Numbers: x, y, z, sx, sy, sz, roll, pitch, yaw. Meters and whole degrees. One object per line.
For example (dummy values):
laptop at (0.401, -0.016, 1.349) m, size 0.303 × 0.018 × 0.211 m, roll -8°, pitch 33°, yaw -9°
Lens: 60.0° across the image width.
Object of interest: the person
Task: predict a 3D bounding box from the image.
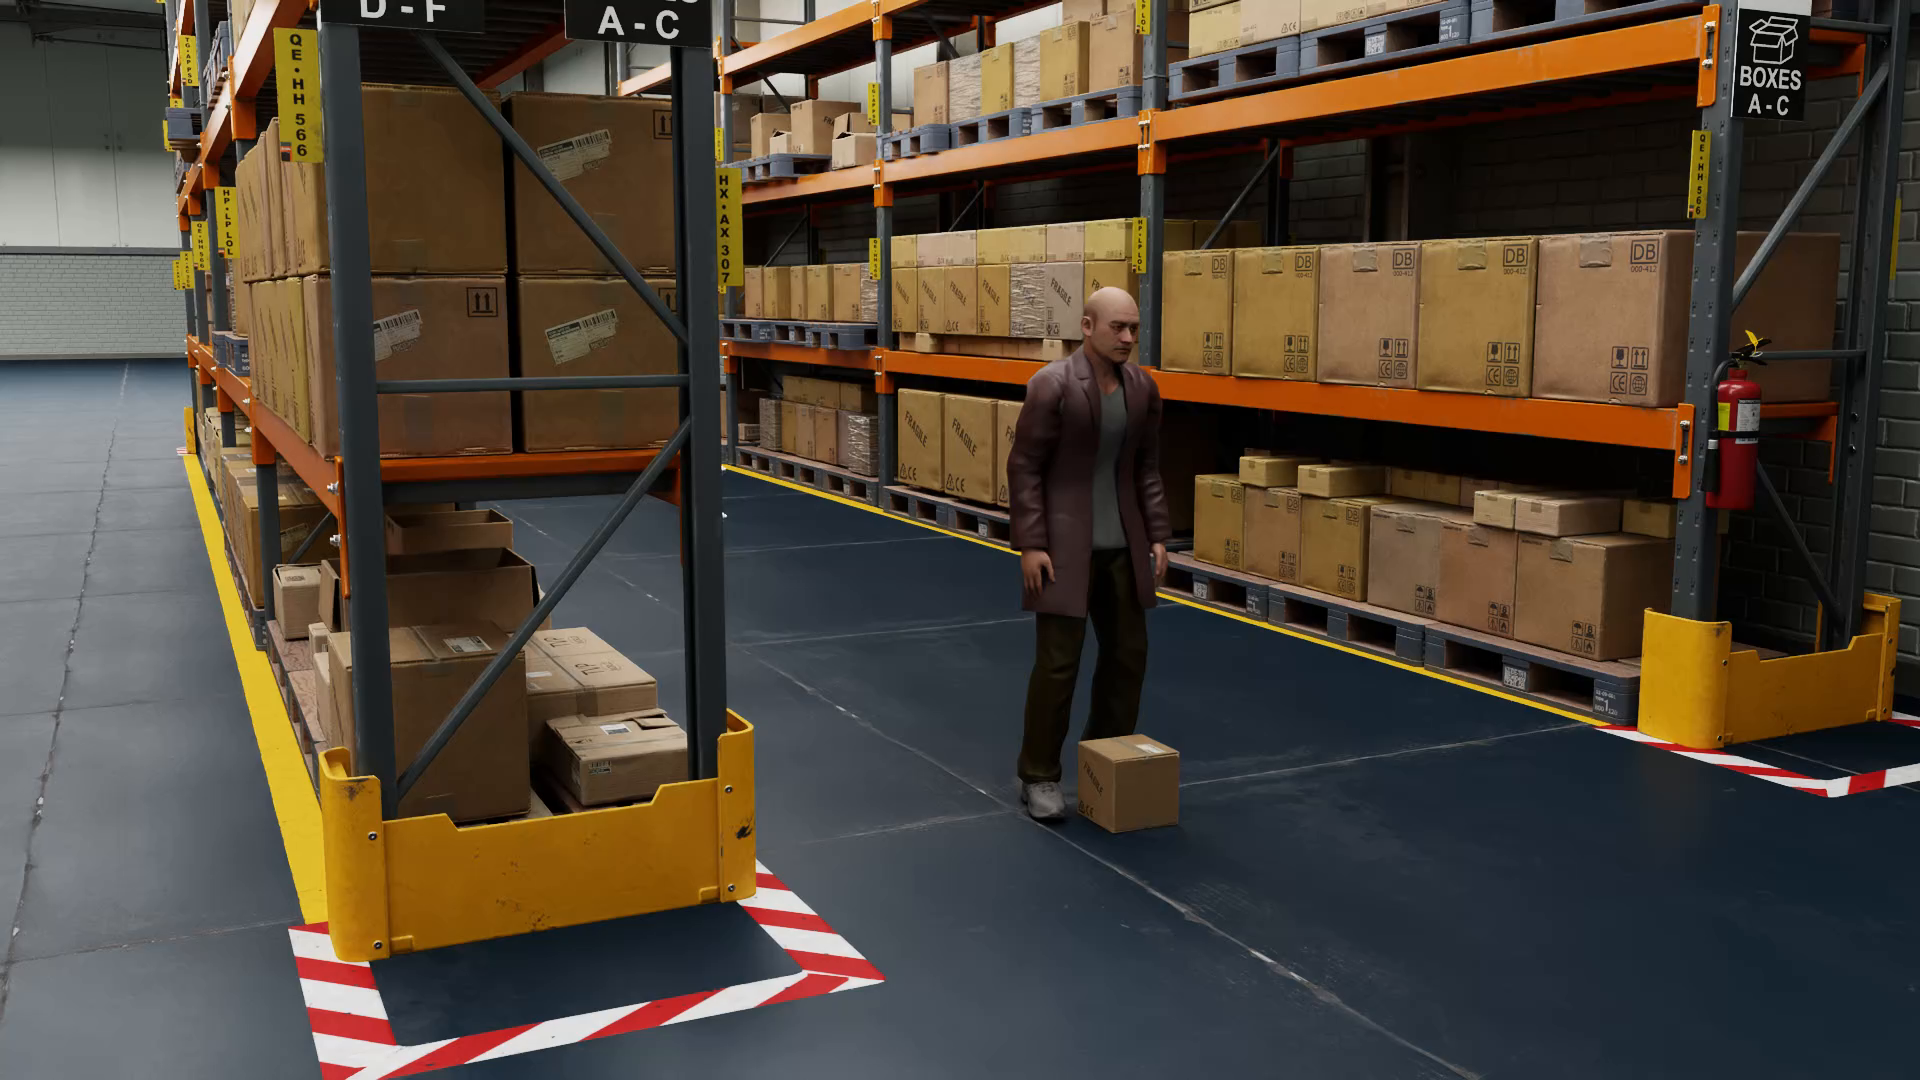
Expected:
person at (0.457, 0.029, 5.694) m, size 0.648 × 1.772 × 0.429 m, roll -5°, pitch 10°, yaw -29°
